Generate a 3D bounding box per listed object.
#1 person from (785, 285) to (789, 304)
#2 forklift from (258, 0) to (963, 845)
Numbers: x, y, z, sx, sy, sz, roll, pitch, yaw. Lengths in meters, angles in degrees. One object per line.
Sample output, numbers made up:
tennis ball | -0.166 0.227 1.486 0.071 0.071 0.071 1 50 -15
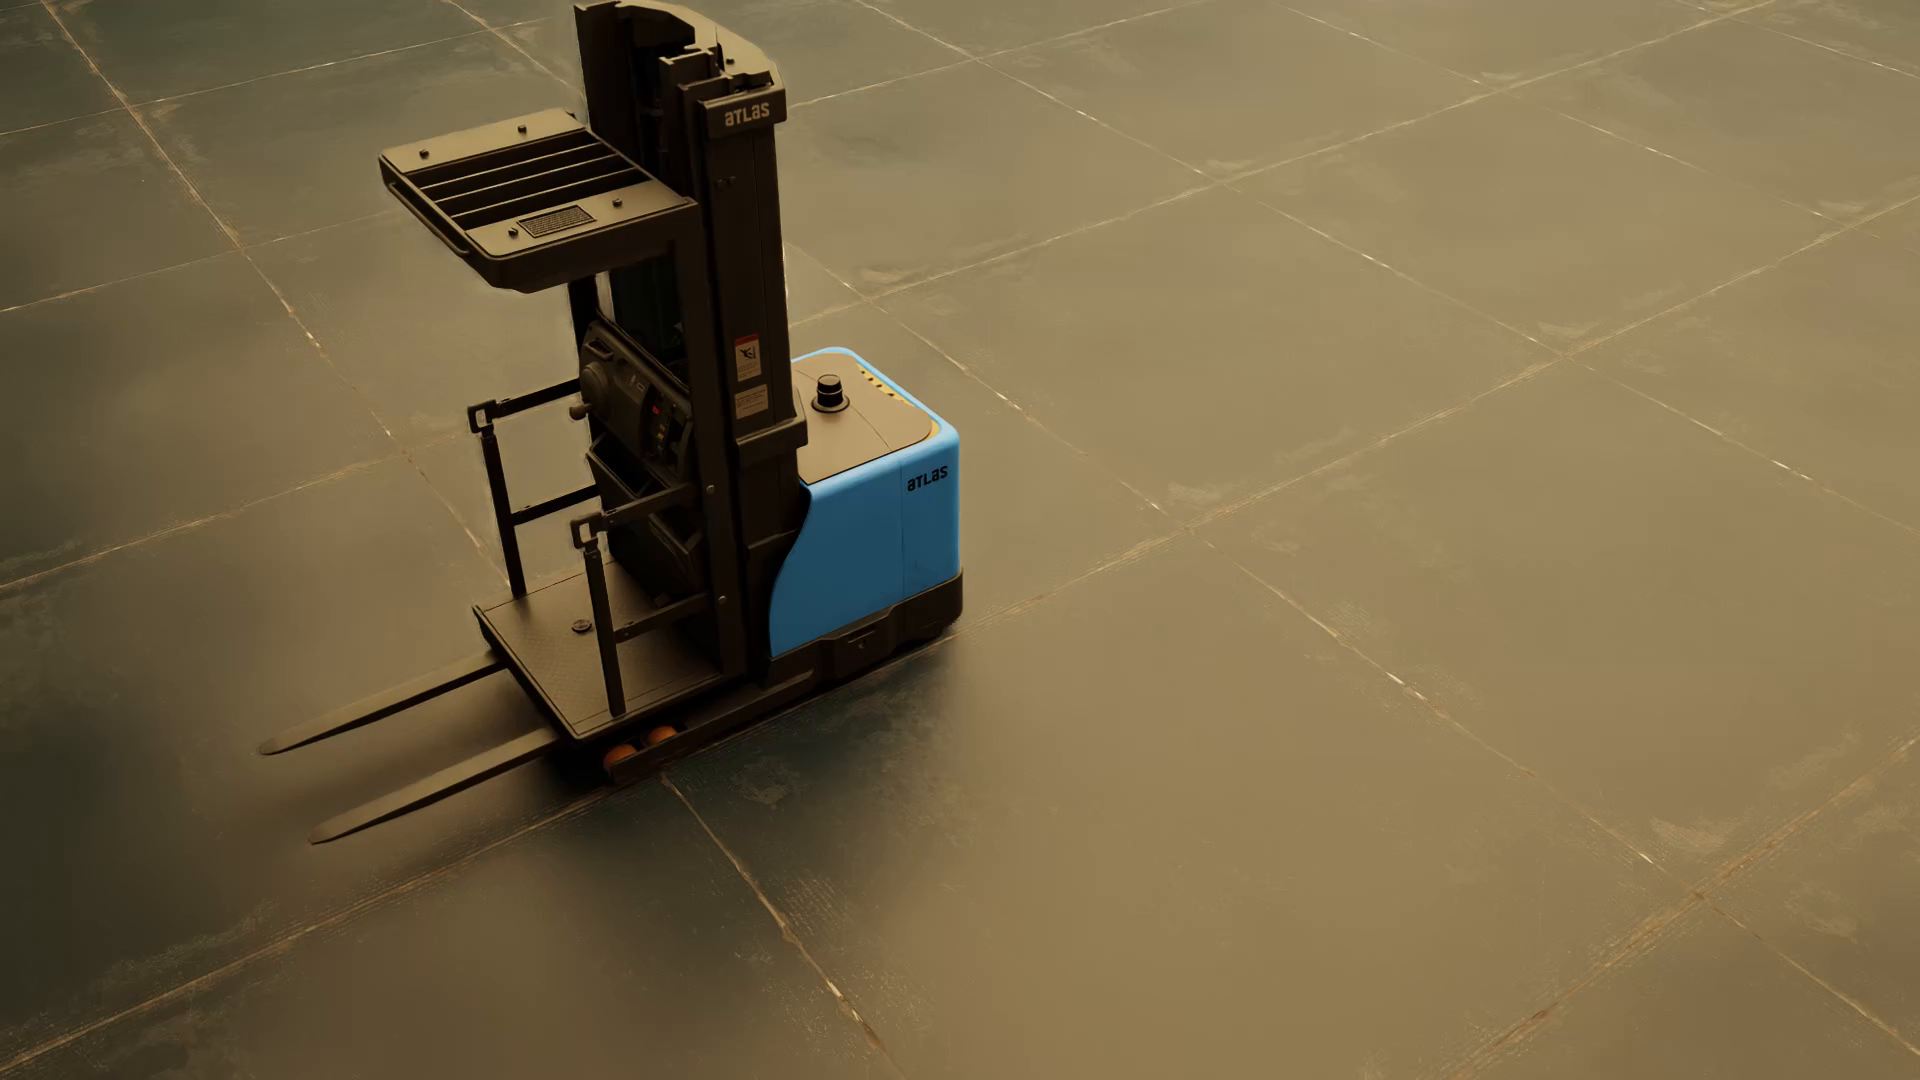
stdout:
person | -1.171 -1.296 8.974 0.520 1.606 1.060 -10 38 -13
forklift | -1.480 -0.508 6.631 3.031 2.935 1.130 -23 42 -28
